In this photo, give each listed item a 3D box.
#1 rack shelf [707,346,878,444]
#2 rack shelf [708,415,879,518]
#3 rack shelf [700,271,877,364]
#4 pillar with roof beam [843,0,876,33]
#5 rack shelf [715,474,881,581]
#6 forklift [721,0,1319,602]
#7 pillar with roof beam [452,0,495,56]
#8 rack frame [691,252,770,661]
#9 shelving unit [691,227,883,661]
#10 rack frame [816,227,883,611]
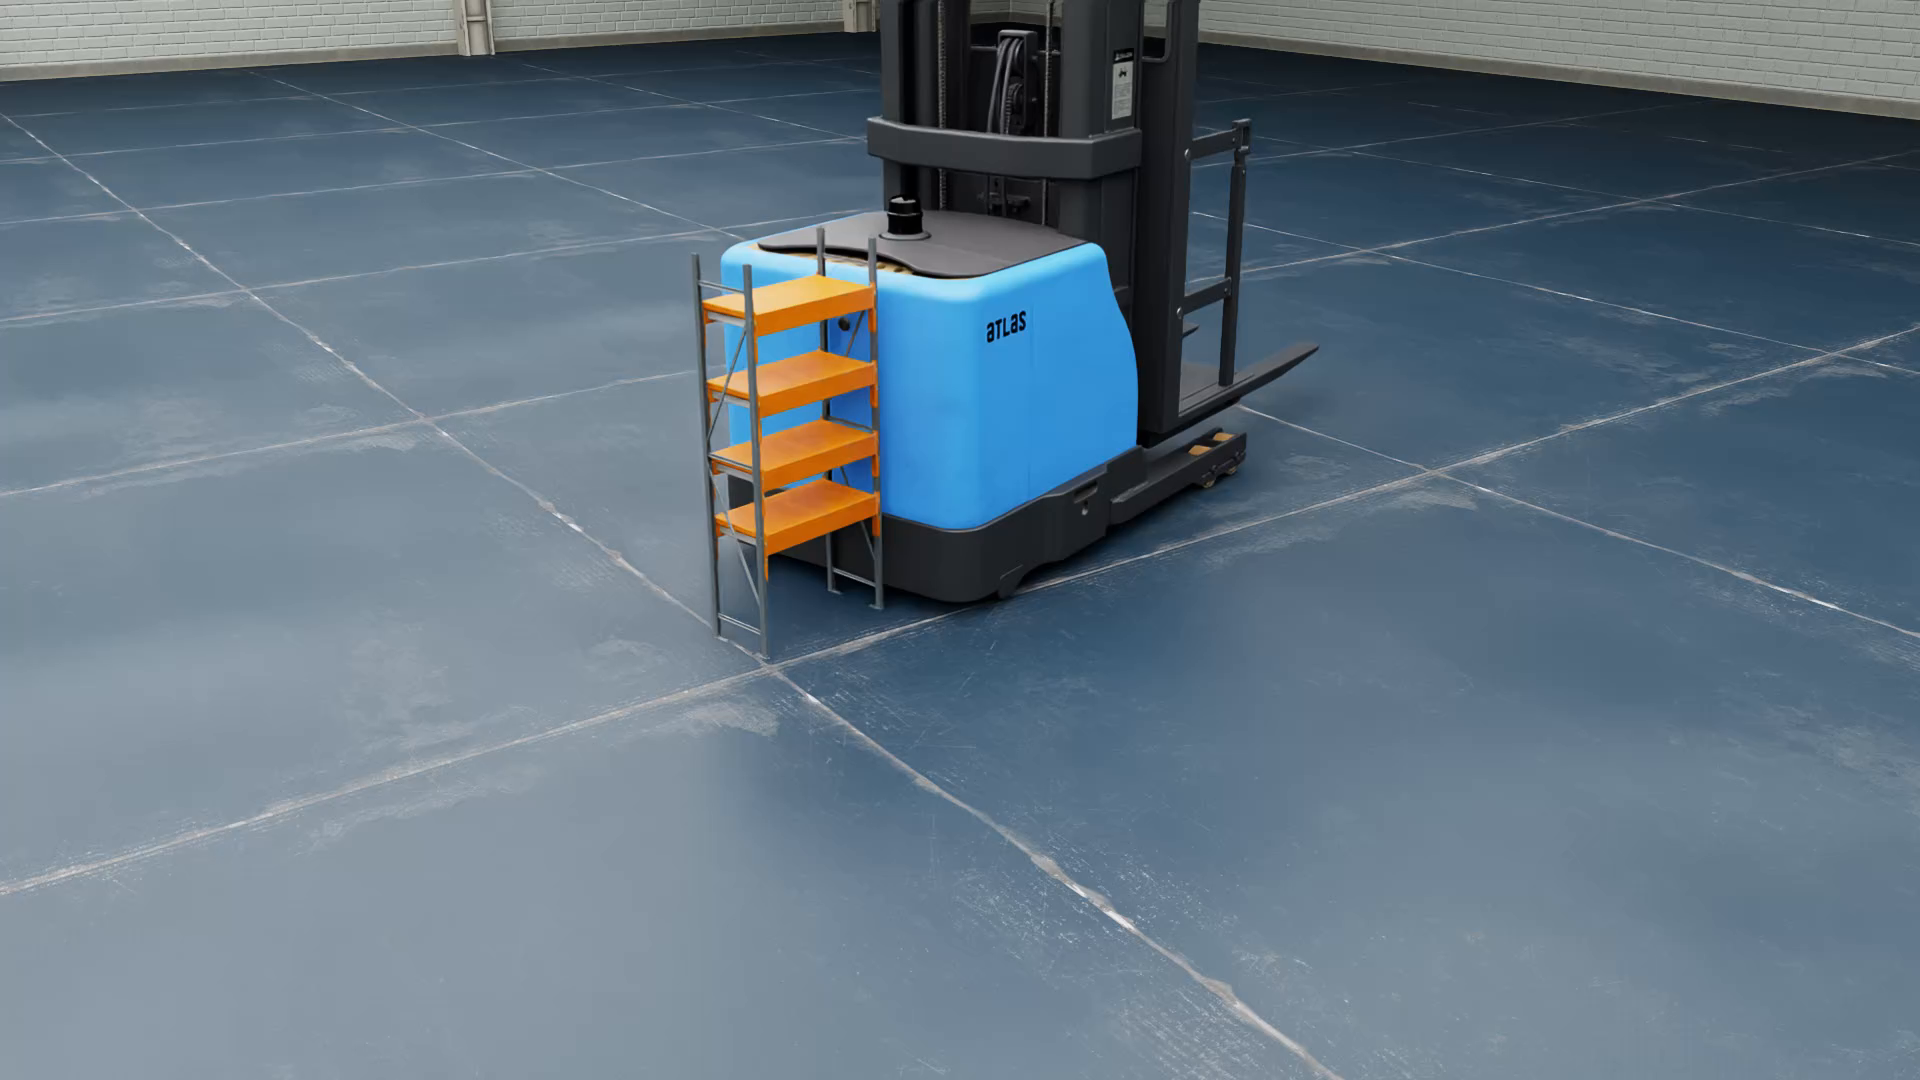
[{"bbox_3d":[-0.502,-0.438,4.952,0.258,0.148,0.480,18,28,38],"label":"rack shelf"},{"bbox_3d":[-0.502,-0.230,5.035,0.258,0.148,0.480,18,28,38],"label":"rack shelf"},{"bbox_3d":[-0.502,-0.657,4.865,0.258,0.148,0.480,18,28,38],"label":"rack shelf"},{"bbox_3d":[0.989,-10.613,20.351,0.400,9.000,9.100,-15,26,-33],"label":"pillar with roof beam"},{"bbox_3d":[-0.502,-0.046,5.109,0.258,0.148,0.480,18,28,38],"label":"rack shelf"},{"bbox_3d":[0.472,-1.652,6.082,1.130,2.935,3.031,15,26,33],"label":"forklift"},{"bbox_3d":[-3.881,-9.314,17.096,0.400,9.000,9.100,-15,26,-33],"label":"pillar with roof beam"},{"bbox_3d":[-0.665,-0.225,4.841,0.240,1.200,0.015,18,28,38],"label":"rack frame"},{"bbox_3d":[-0.502,-0.292,5.010,0.258,1.200,0.503,18,28,38],"label":"shelving unit"},{"bbox_3d":[-0.340,-0.360,5.180,0.240,1.200,0.015,18,28,38],"label":"rack frame"}]
